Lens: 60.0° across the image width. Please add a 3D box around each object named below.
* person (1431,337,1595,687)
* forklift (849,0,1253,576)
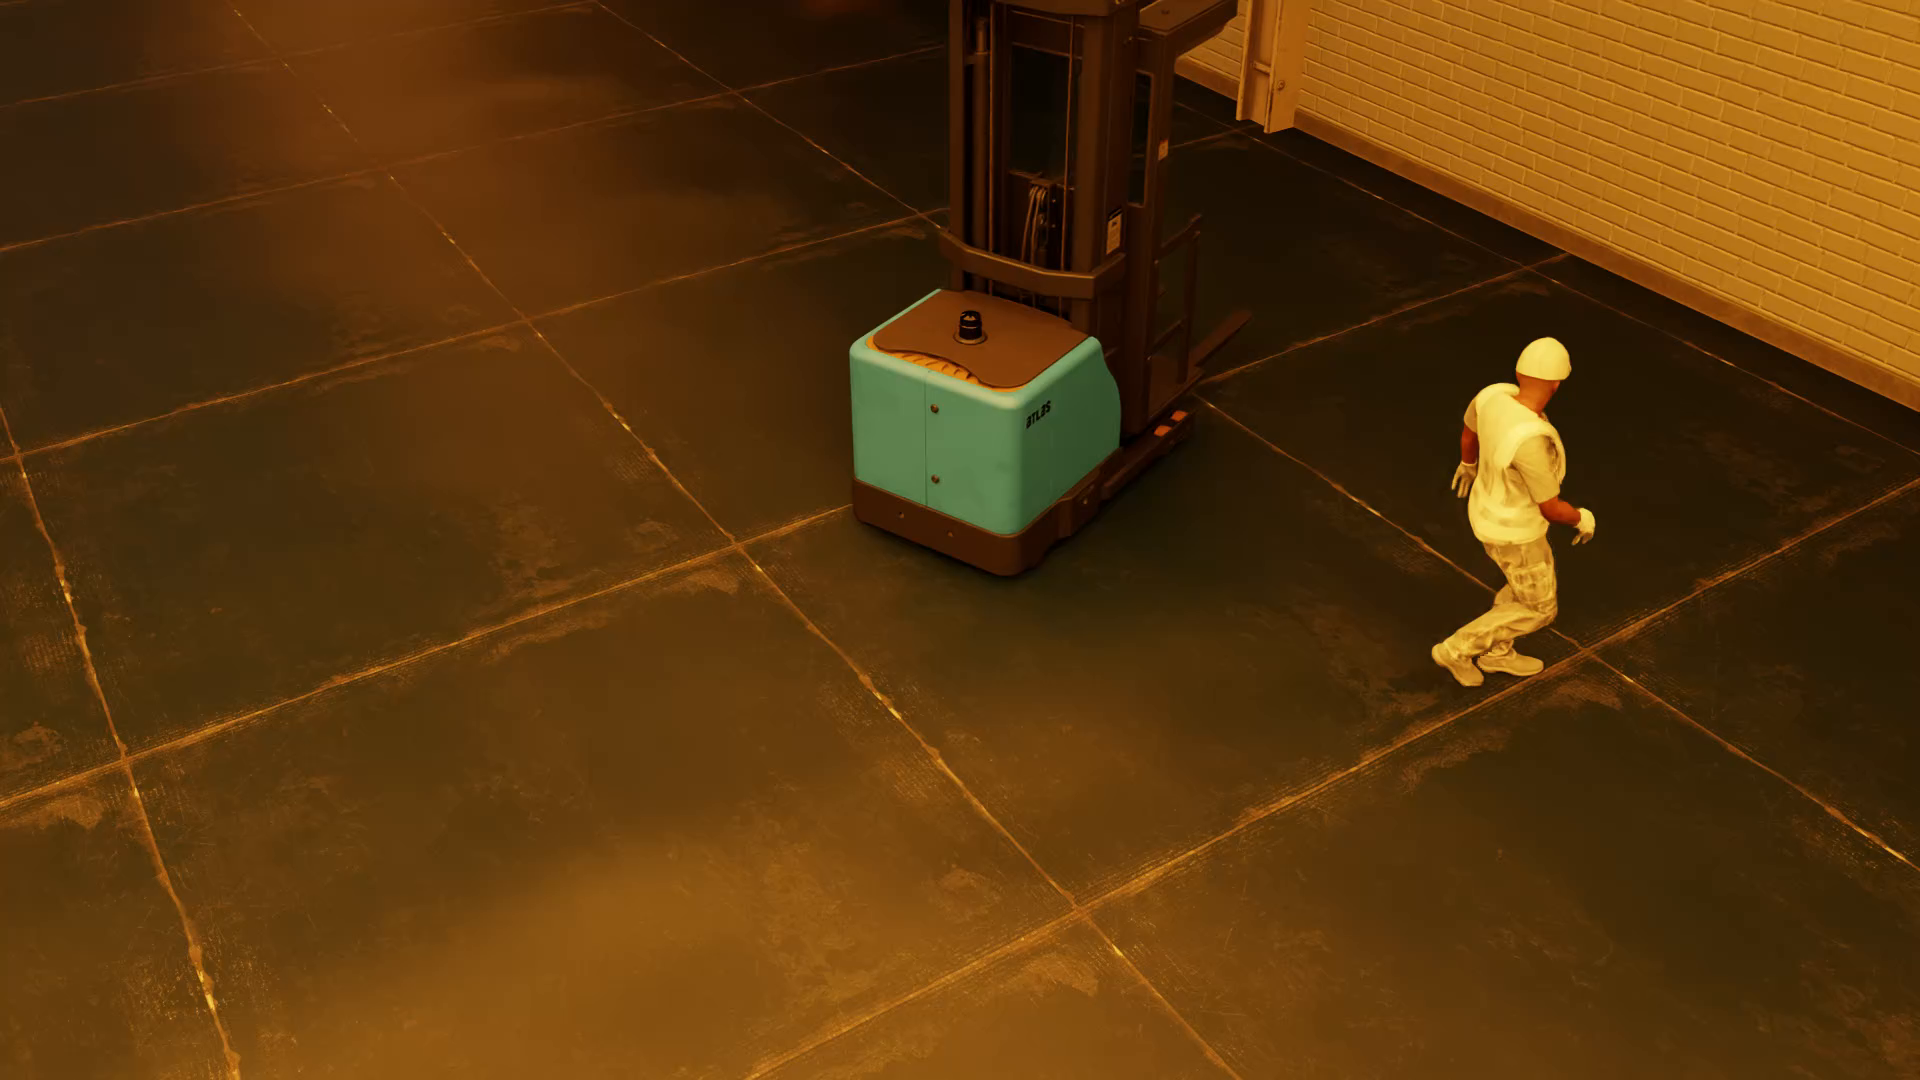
[{"bbox_3d":[2.473,-0.113,7.355,0.583,1.731,0.747,4,35,6],"label":"person"},{"bbox_3d":[0.686,-1.824,8.743,1.130,2.935,3.031,22,40,28],"label":"forklift"}]
